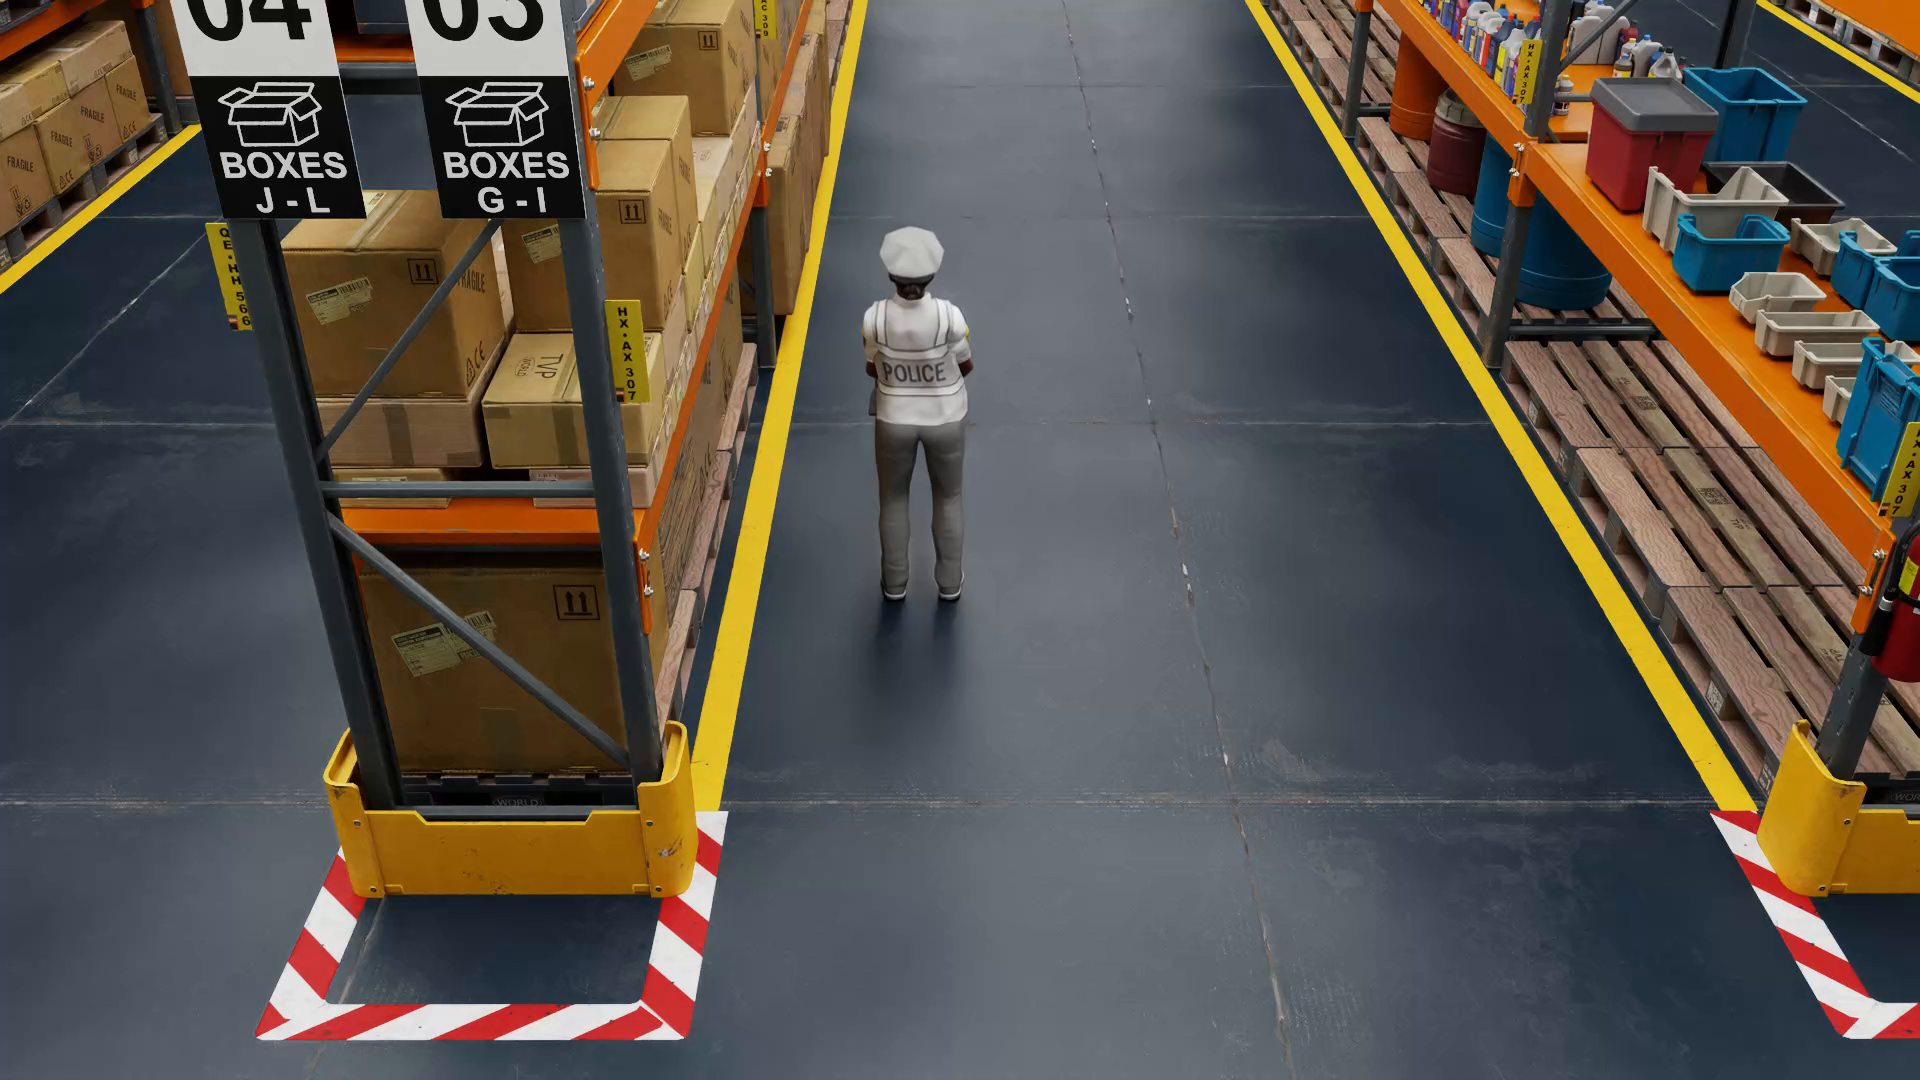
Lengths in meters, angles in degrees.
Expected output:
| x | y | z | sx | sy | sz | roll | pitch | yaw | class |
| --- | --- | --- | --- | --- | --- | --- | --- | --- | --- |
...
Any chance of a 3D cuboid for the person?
| x | y | z | sx | sy | sz | roll | pitch | yaw | class |
| --- | --- | --- | --- | --- | --- | --- | --- | --- | --- |
| -0.169 | -0.539 | 6.983 | 0.450 | 1.687 | 0.533 | 0 | 32 | 1 | person |
